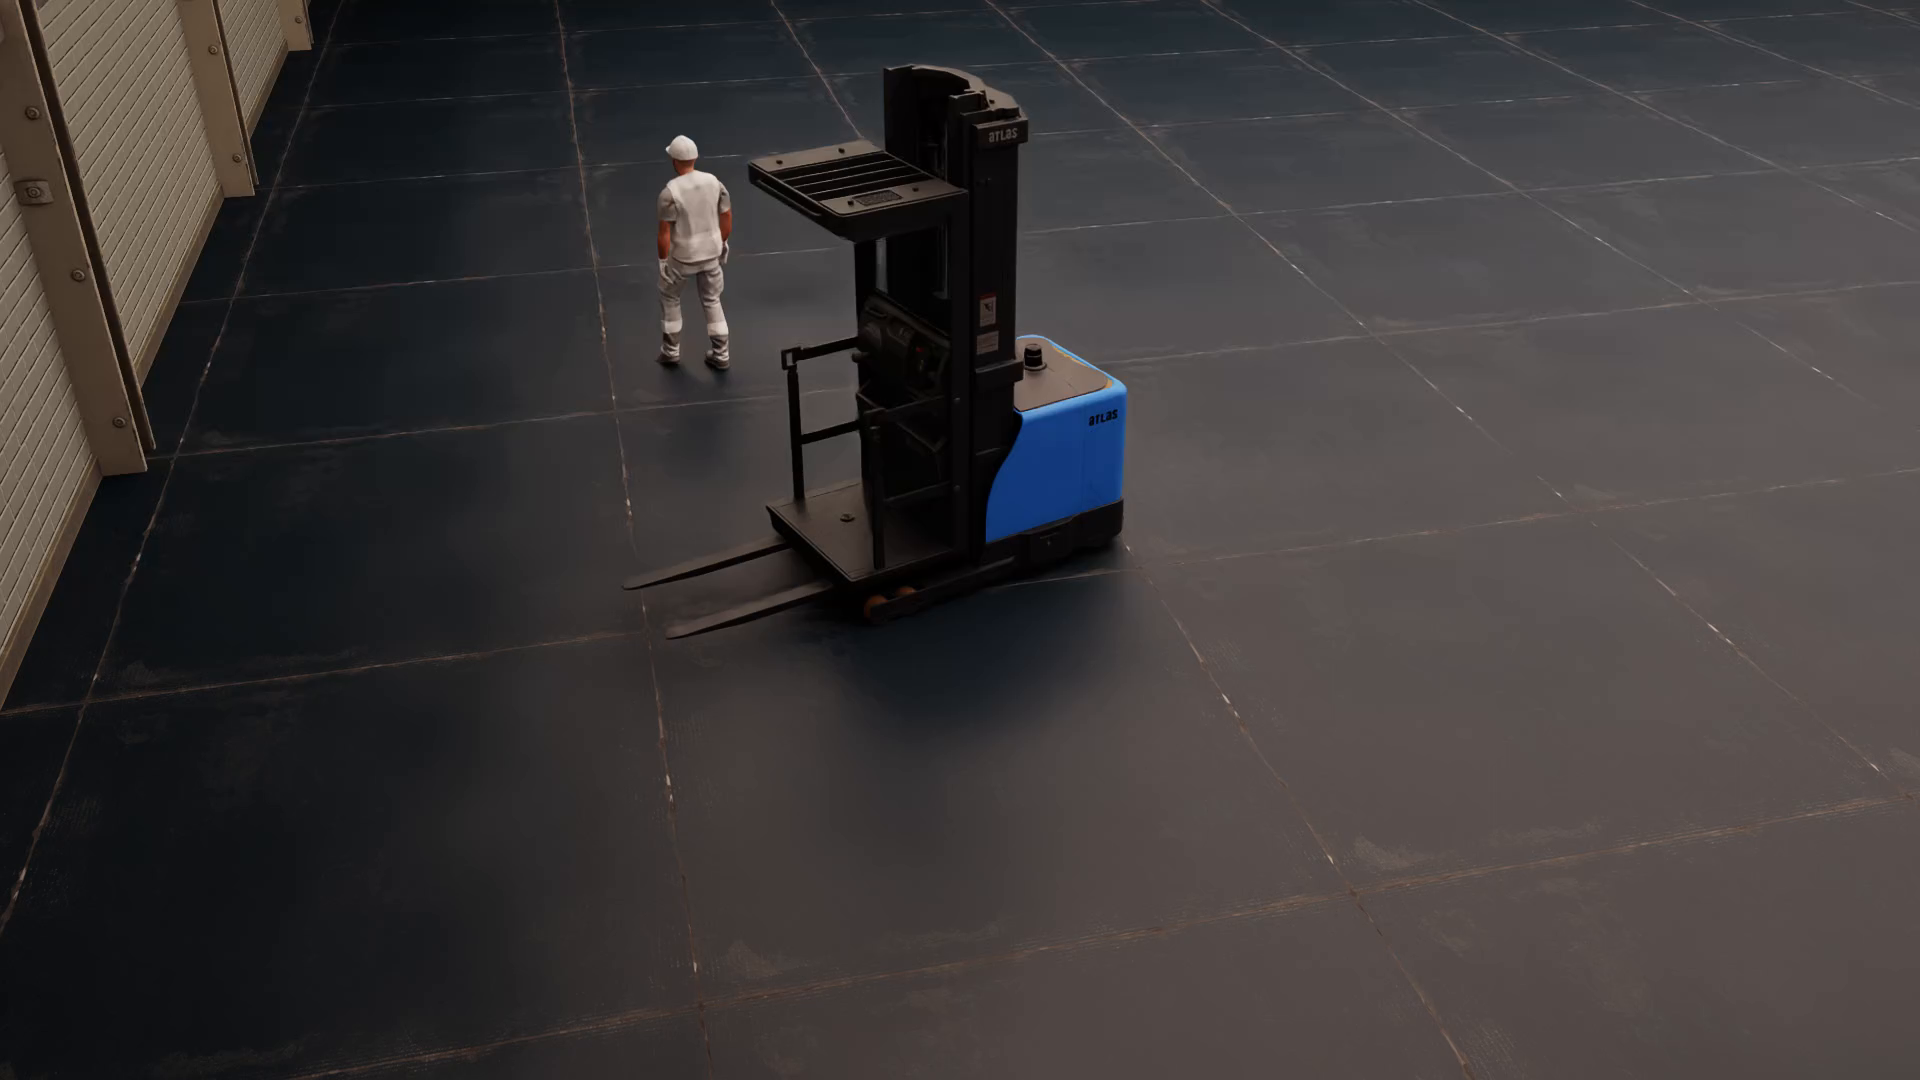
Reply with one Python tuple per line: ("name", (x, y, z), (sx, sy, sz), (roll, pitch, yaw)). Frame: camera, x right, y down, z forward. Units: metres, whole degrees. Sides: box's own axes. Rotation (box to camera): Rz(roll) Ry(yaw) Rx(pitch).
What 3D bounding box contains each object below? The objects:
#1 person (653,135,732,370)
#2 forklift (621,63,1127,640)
("person", (-2.017, -2.137, 12.478), (0.631, 1.816, 0.559), (-18, 35, -29))
("forklift", (-0.502, -1.078, 9.437), (3.031, 2.935, 1.130), (-18, 34, -27))
